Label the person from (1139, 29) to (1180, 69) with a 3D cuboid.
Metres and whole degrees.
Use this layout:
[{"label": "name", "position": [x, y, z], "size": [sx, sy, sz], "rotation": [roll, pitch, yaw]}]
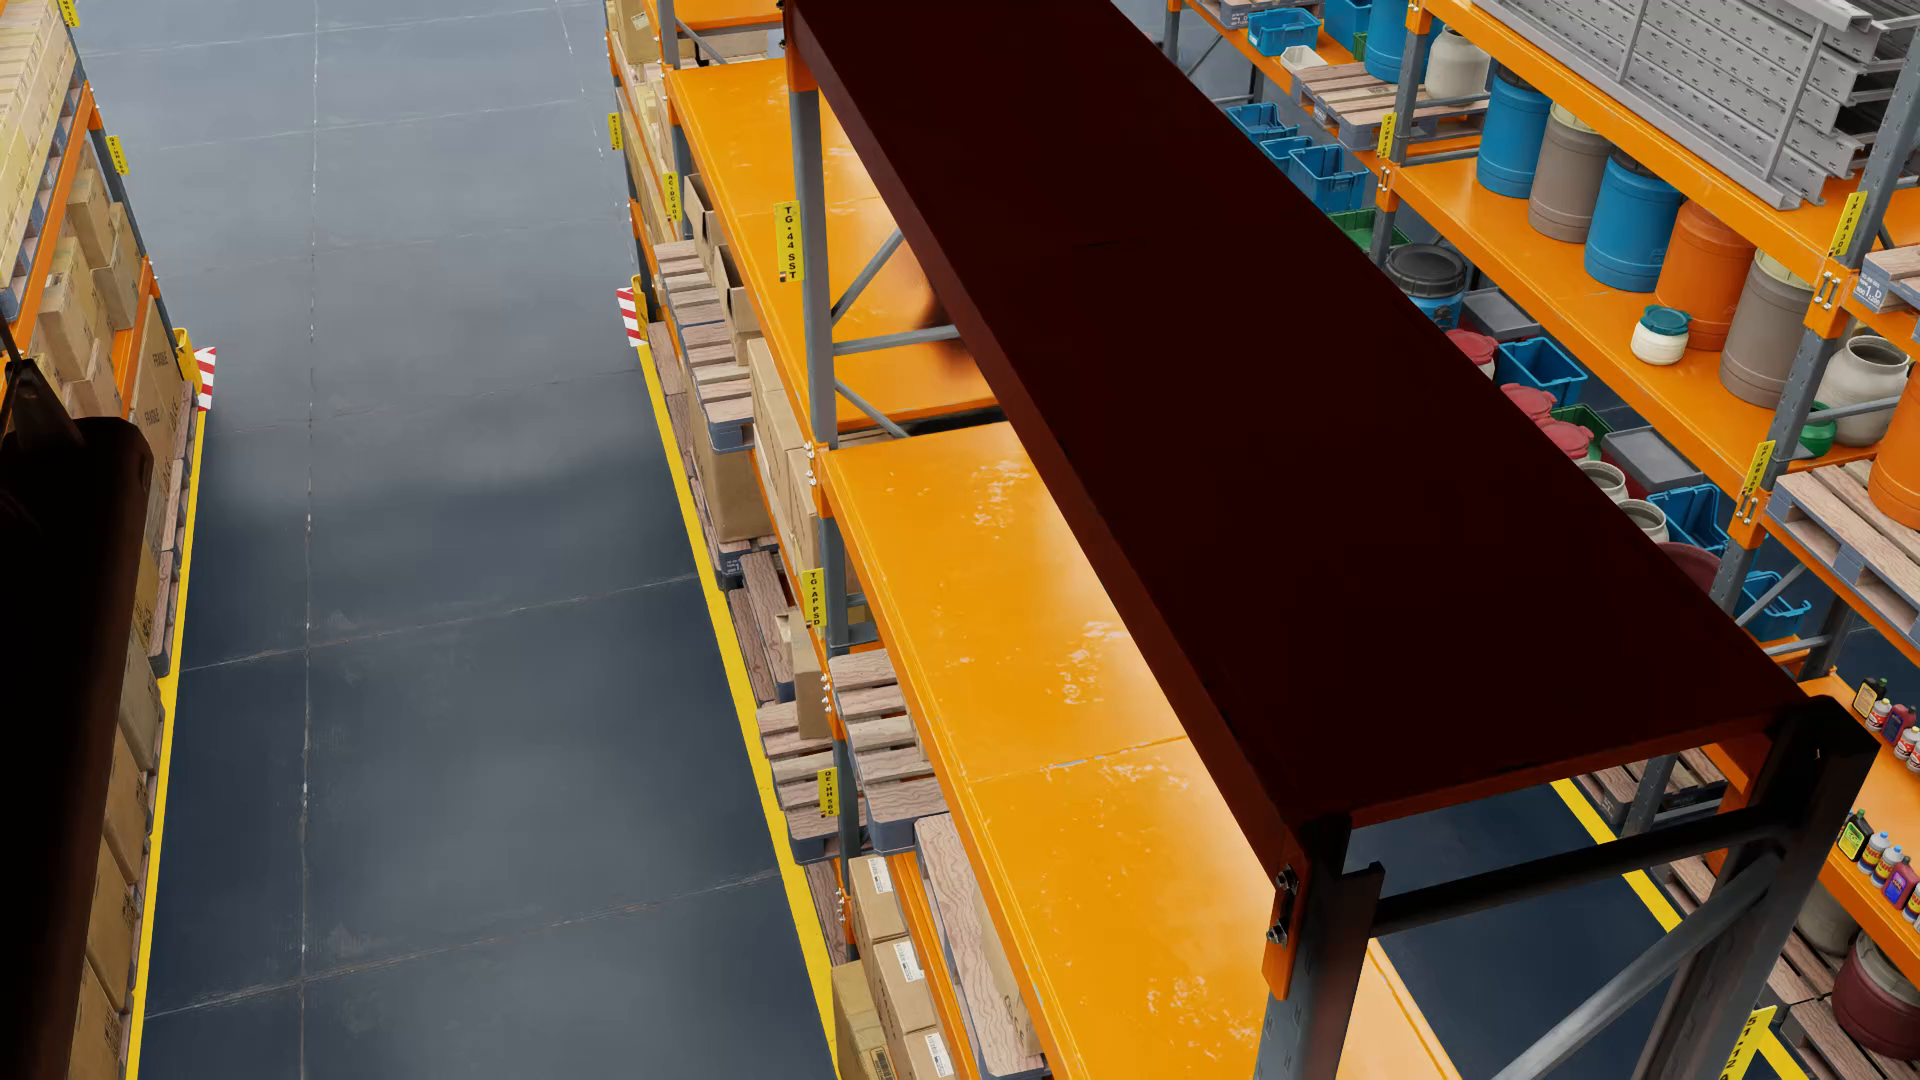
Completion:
[{"label": "person", "position": [2.113, -4.433, 17.166], "size": [0.988, 1.655, 0.696], "rotation": [11, 40, 13]}]
